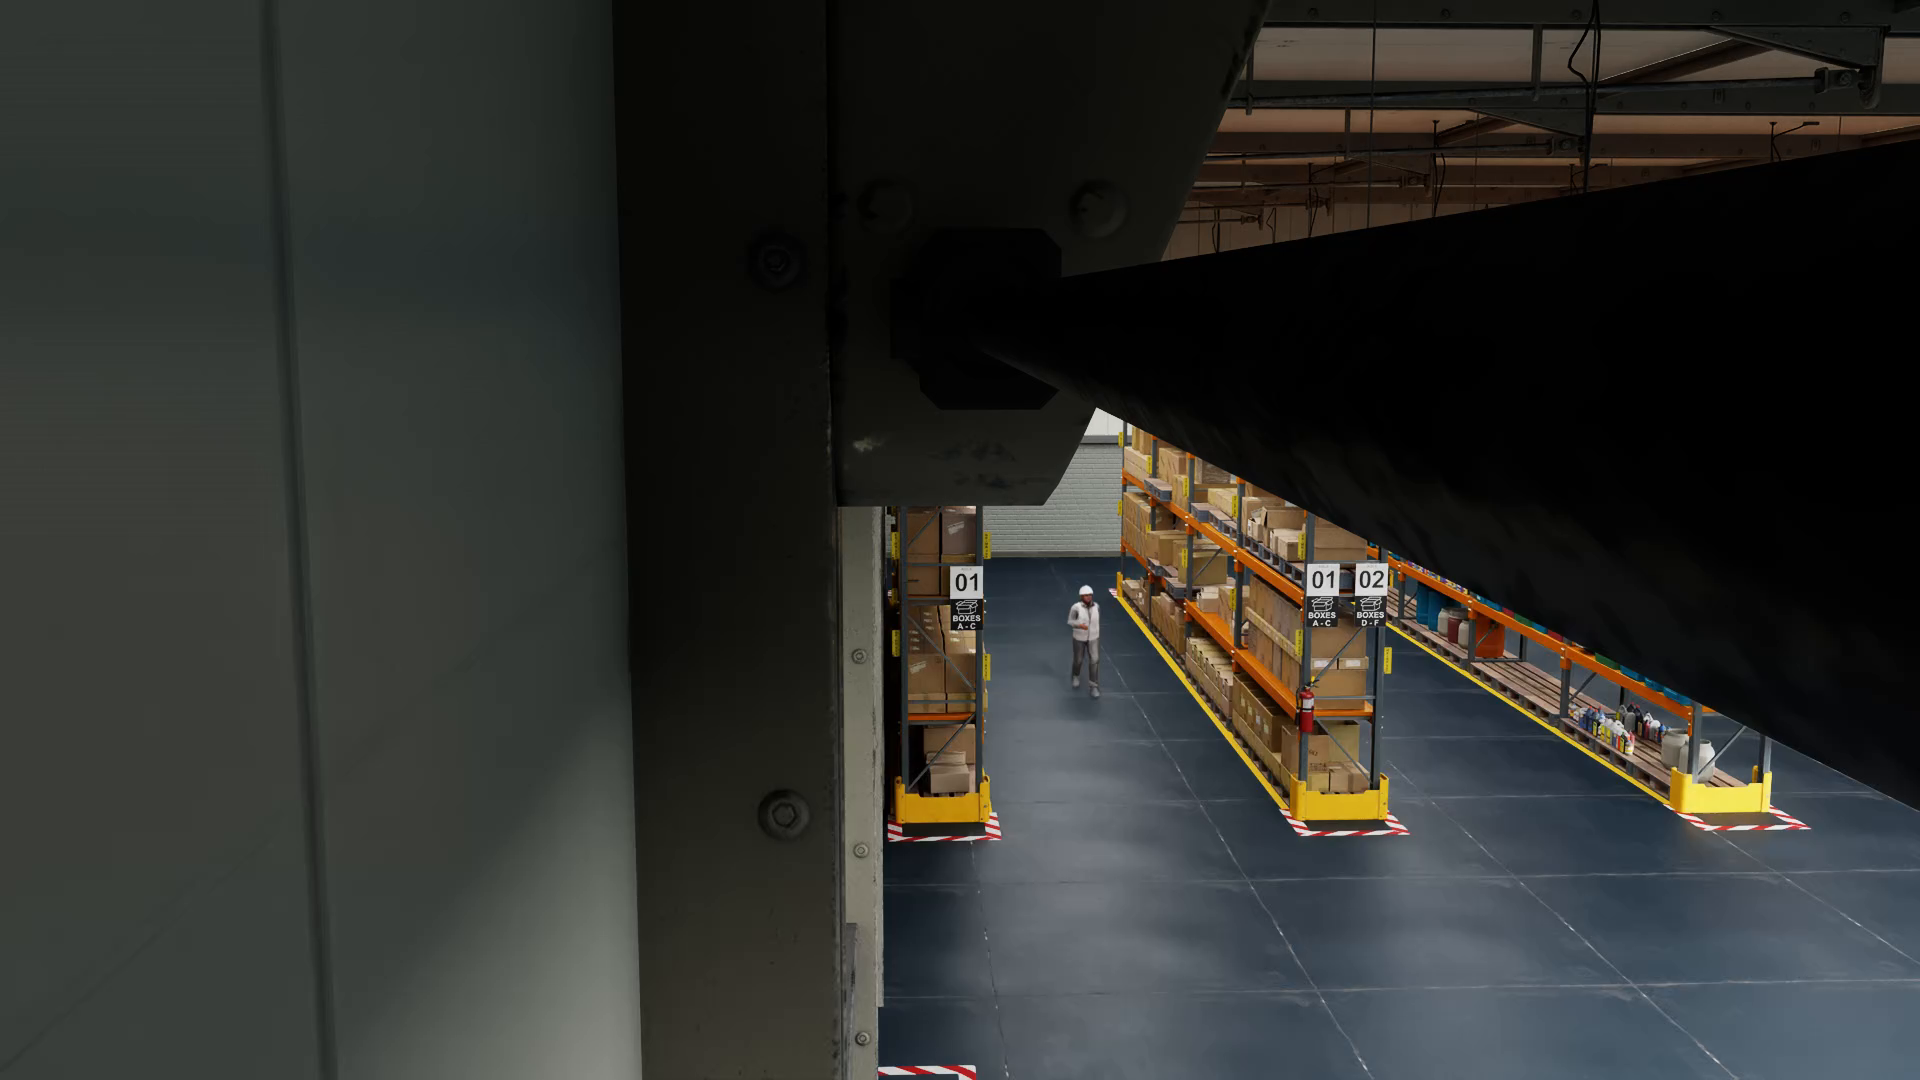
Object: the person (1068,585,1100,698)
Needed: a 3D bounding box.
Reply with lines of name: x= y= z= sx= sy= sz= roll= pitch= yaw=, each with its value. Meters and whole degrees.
person: x=2.038 y=1.622 z=27.271 sx=0.610 sy=1.805 sz=0.889 roll=-1 pitch=8 yaw=-10
